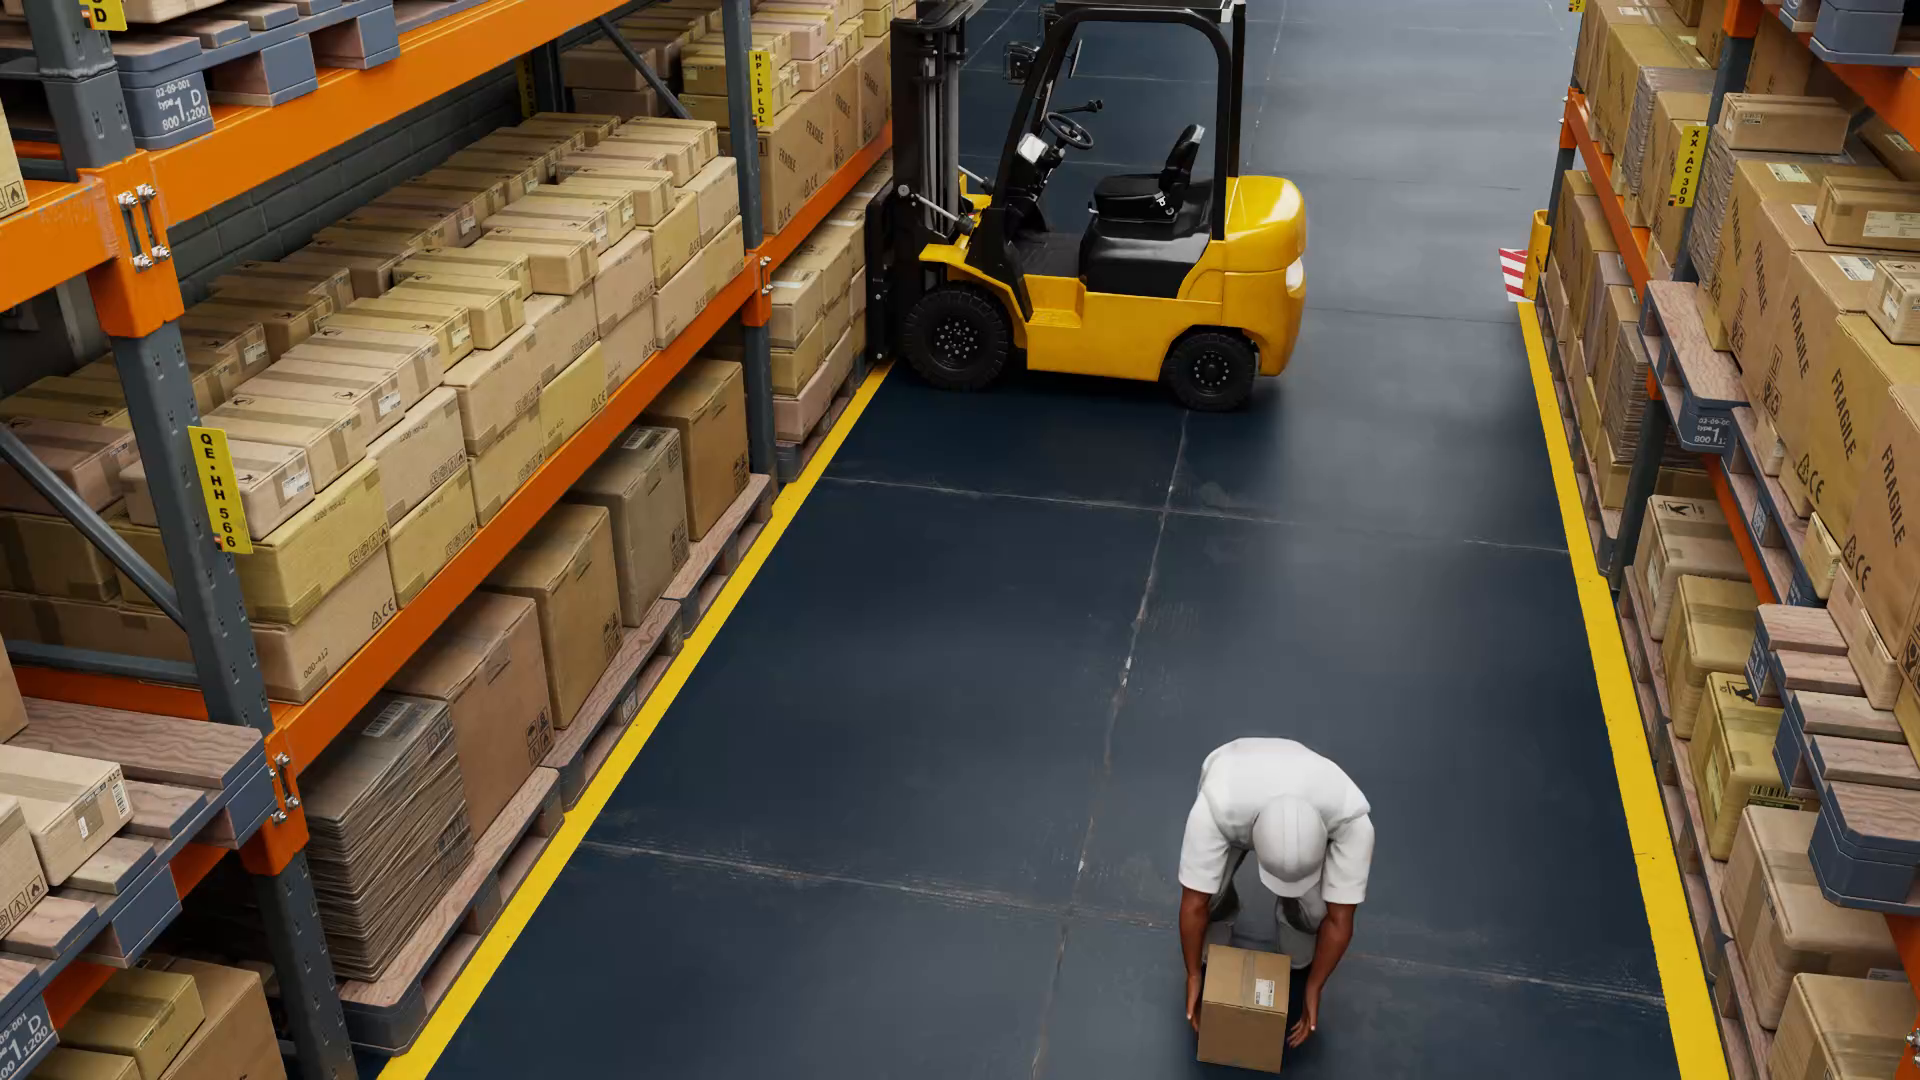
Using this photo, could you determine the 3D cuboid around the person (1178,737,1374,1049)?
[{"bbox_3d":[0.983,0.984,5.194,0.567,0.914,0.897,6,29,11],"label":"person"}]
